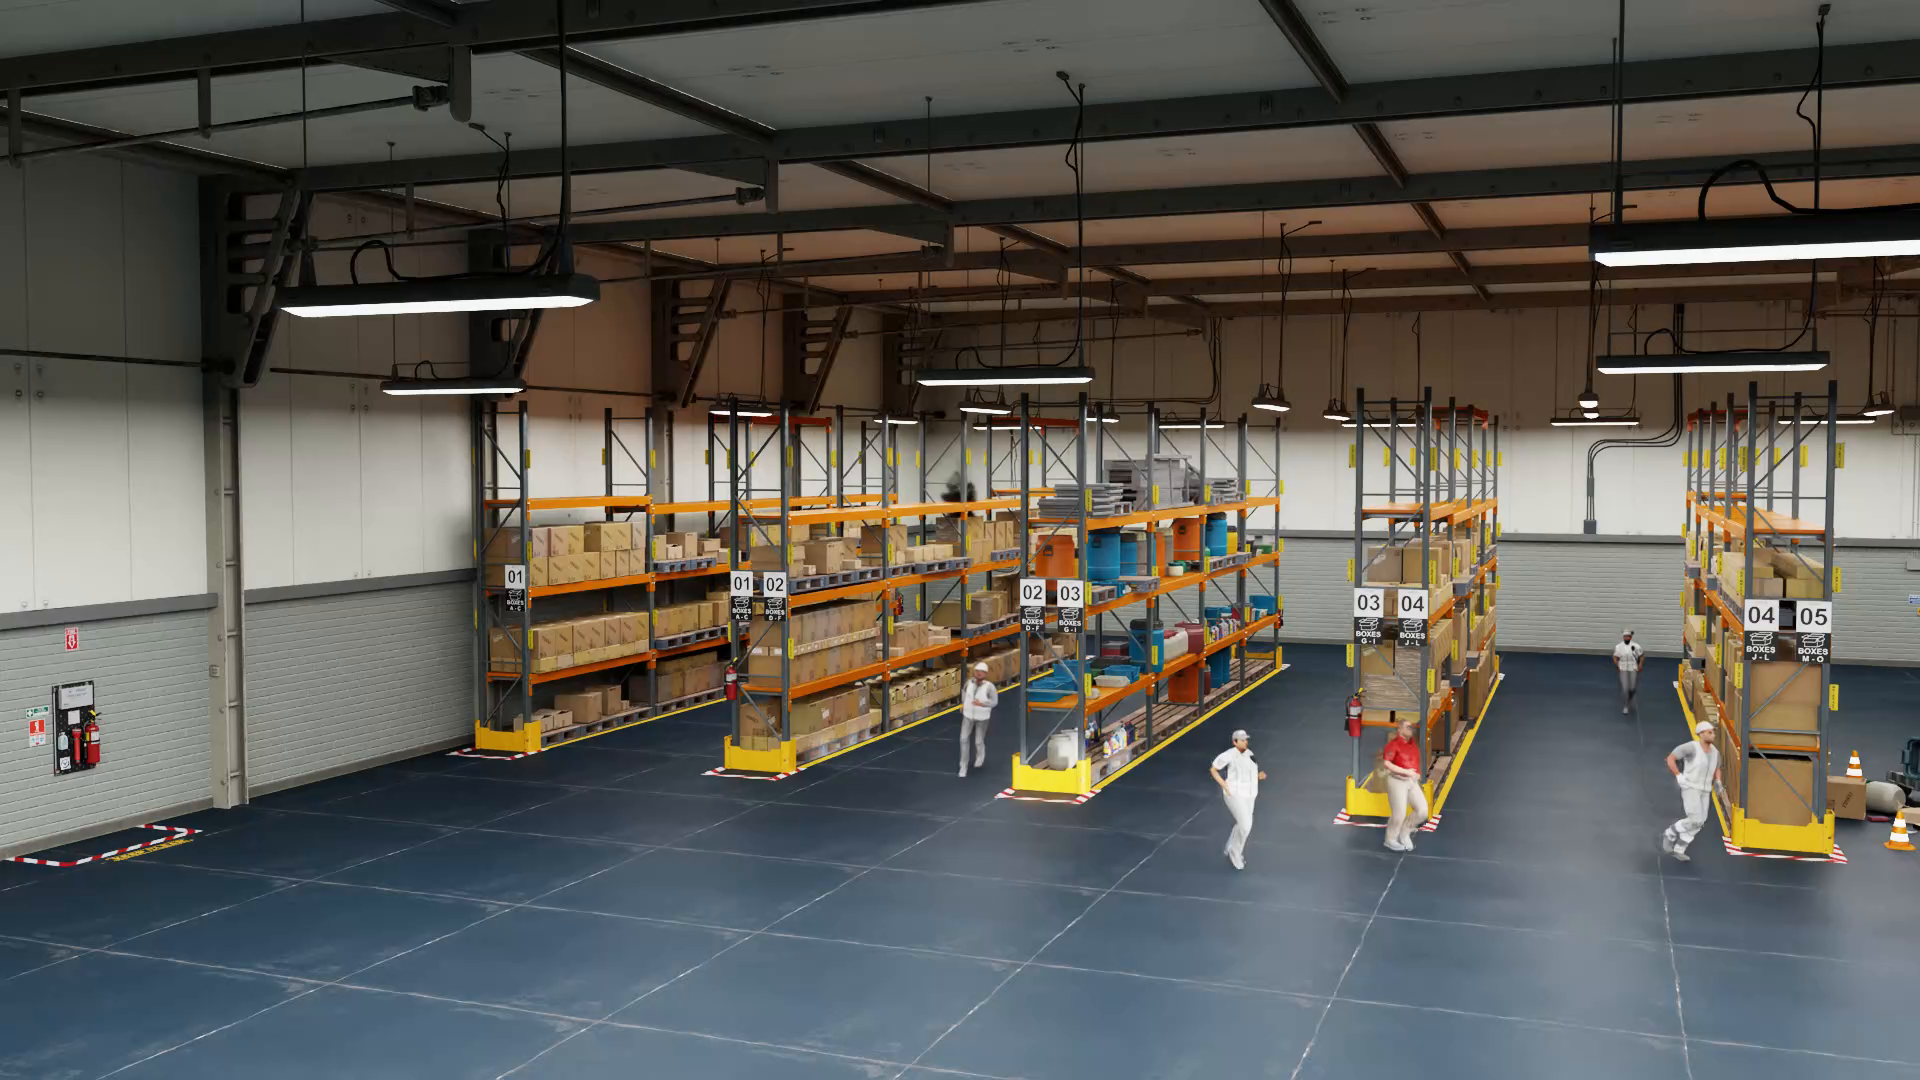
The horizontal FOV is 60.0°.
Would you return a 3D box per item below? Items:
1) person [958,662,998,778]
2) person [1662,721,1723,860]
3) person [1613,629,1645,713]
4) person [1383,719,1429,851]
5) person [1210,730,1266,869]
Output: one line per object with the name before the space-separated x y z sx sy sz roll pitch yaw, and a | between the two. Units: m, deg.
person | 0.301 2.842 26.474 0.656 1.813 0.840 1 3 15
person | 9.218 3.130 20.777 0.719 1.731 0.569 -1 3 -21
person | 13.201 2.582 32.856 0.581 1.668 0.492 1 3 26
person | 5.660 3.127 21.112 0.660 1.713 0.647 -2 3 -32
person | 3.466 3.188 20.464 0.583 1.701 0.659 -2 3 -36
